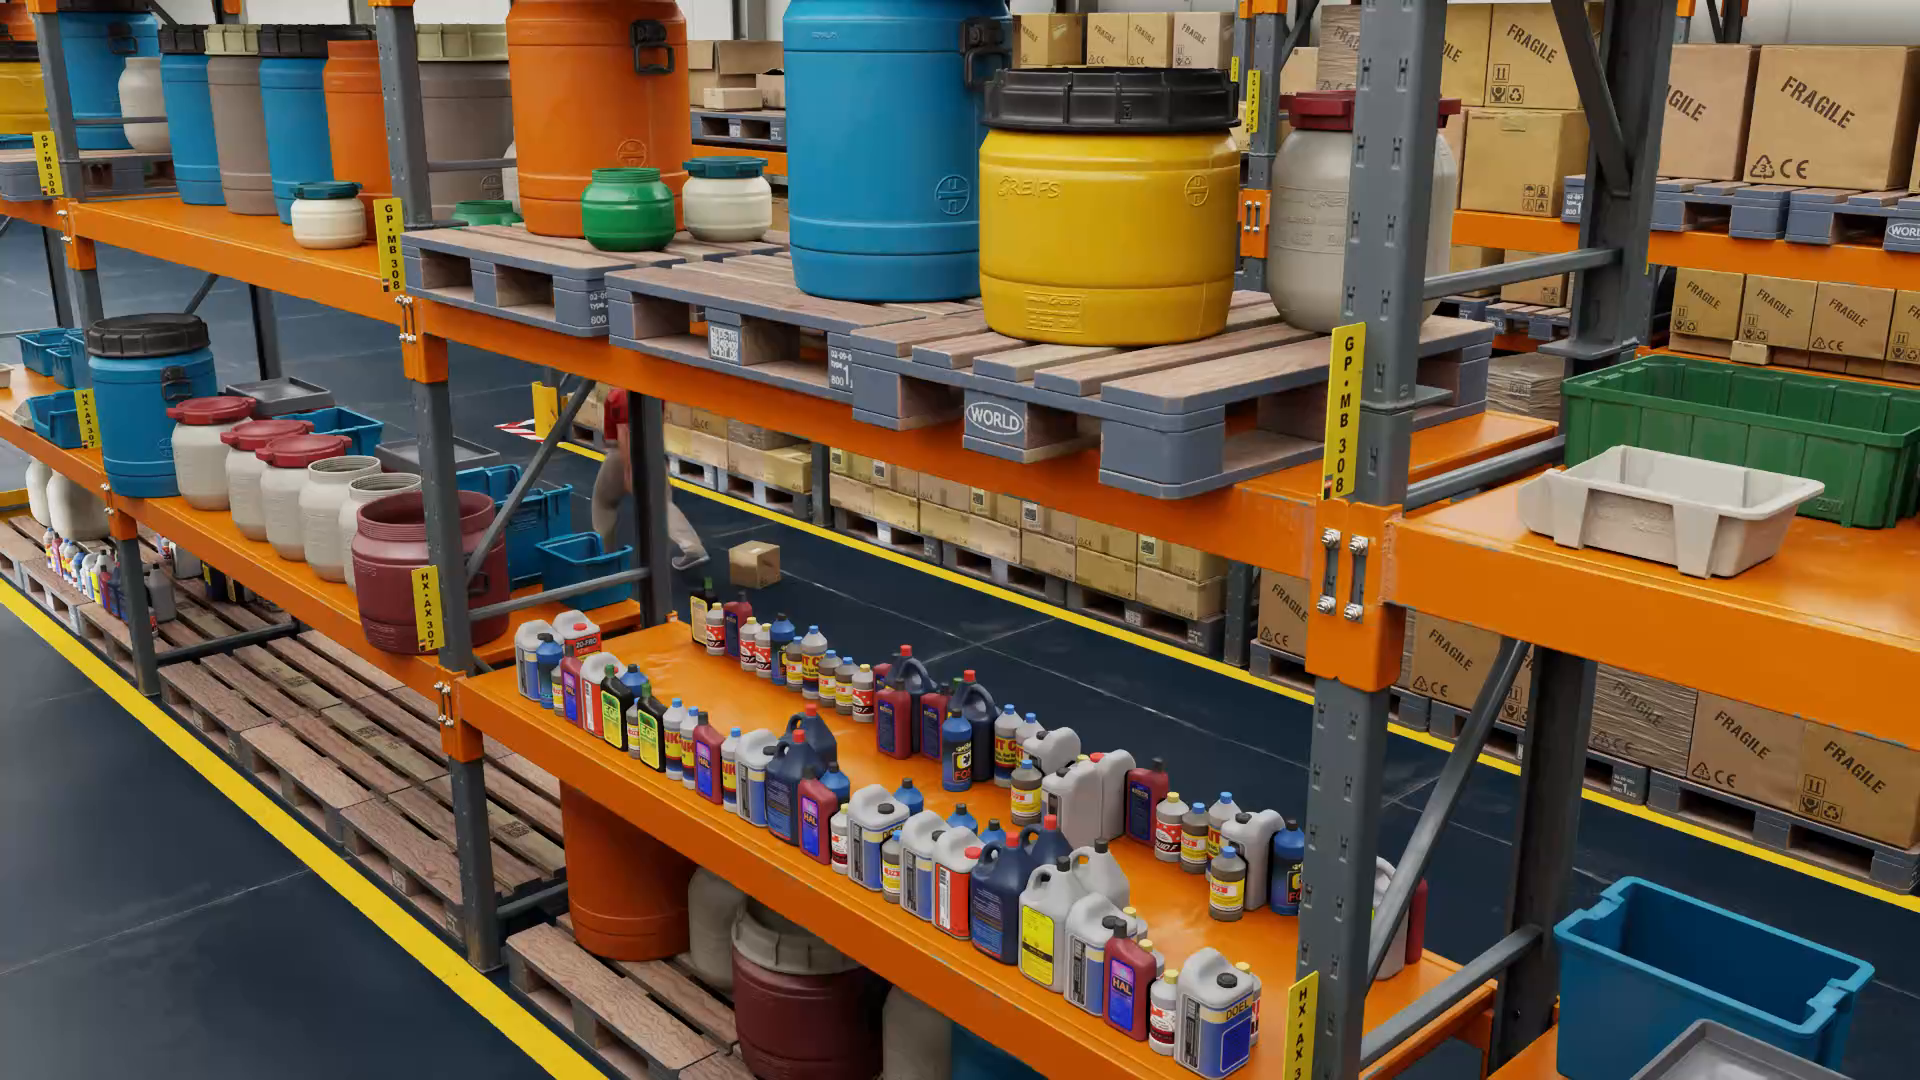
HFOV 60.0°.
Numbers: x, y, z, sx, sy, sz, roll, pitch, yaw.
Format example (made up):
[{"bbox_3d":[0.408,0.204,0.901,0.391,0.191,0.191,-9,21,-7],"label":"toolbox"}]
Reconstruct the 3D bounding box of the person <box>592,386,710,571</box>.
[{"bbox_3d":[-2.239,-0.581,11.464,1.062,1.672,0.554,11,20,32],"label":"person"}]
